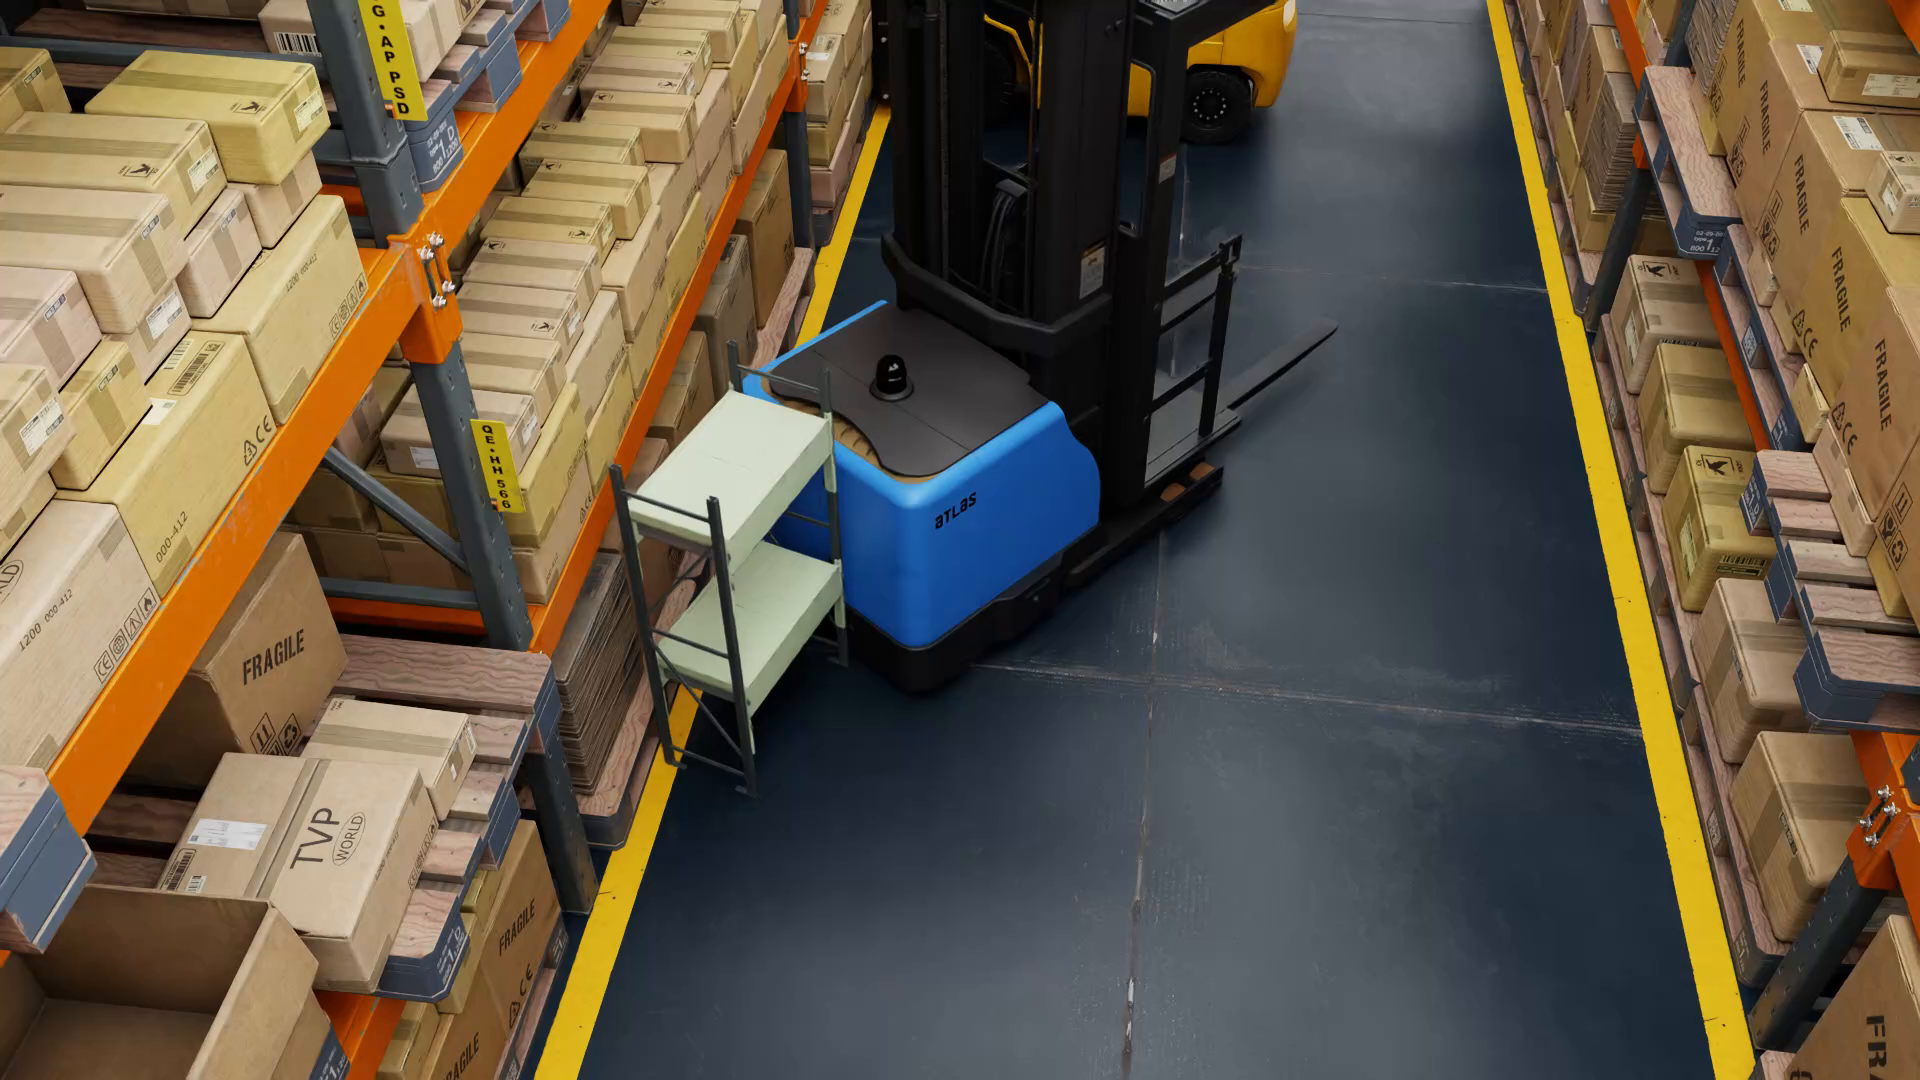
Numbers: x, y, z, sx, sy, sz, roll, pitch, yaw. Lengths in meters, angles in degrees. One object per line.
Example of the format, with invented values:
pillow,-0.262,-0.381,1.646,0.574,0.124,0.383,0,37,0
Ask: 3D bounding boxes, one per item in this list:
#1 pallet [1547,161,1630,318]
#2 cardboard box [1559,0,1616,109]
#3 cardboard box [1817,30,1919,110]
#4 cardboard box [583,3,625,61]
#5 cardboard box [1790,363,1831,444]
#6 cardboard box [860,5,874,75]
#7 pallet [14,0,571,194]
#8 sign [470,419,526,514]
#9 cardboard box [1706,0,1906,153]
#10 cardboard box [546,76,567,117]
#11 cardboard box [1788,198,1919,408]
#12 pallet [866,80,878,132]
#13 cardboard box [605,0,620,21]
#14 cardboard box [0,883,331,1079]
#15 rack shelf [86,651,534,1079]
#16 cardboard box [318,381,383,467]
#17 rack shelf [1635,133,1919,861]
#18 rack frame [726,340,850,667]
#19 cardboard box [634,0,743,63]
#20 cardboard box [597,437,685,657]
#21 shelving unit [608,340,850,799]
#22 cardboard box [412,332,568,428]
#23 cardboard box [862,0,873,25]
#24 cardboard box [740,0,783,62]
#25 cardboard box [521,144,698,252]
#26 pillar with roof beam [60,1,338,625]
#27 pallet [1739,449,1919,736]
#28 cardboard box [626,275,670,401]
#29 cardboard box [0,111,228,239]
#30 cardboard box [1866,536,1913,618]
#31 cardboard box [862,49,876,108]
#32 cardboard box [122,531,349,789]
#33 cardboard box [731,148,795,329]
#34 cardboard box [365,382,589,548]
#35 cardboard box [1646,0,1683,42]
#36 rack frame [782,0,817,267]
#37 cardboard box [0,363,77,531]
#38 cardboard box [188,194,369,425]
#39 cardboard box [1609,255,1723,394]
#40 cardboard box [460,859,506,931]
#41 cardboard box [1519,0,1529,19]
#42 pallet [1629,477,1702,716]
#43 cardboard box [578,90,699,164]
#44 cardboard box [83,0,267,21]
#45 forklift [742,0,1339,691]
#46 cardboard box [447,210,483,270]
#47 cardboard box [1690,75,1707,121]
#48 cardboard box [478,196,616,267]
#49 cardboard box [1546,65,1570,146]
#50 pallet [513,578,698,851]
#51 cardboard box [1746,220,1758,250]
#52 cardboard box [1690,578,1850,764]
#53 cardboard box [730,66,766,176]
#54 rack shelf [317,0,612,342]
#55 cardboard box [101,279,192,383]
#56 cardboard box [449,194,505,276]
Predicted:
pallet,3.708,-1.574,8.781,1.003,0.211,1.213,5,44,6
cardboard box,3.599,-2.674,9.064,0.500,0.500,0.500,7,44,8
cardboard box,3.200,-1.620,5.735,0.380,0.149,0.250,8,44,8
cardboard box,-1.664,-2.037,6.988,0.500,0.250,0.500,5,44,5
cardboard box,2.952,-0.430,5.422,0.380,0.149,0.250,6,44,6
cardboard box,-0.754,-2.896,9.480,0.500,0.250,0.500,5,44,5
pallet,-1.794,-1.339,4.461,1.213,0.211,1.003,7,44,7
sign,-1.256,-0.197,4.514,0.100,0.325,0.005,5,44,6
cardboard box,3.243,-1.788,6.384,0.500,0.500,0.500,5,44,6
cardboard box,-1.746,-1.762,6.407,0.380,0.149,0.250,5,44,5
cardboard box,3.033,-0.729,5.266,0.500,0.500,0.500,3,43,3
pallet,-0.961,-2.934,10.217,1.003,0.211,1.213,5,44,6
cardboard box,-1.646,-2.278,6.952,0.380,0.149,0.250,5,44,5
cardboard box,-1.827,1.091,3.558,0.797,0.503,0.637,4,44,5
rack shelf,-2.059,1.776,3.738,1.077,0.370,4.000,5,44,6
cardboard box,-1.952,-0.360,4.926,0.380,0.149,0.250,7,44,7
rack shelf,3.390,-0.501,6.143,1.077,0.370,4.000,5,44,6
rack frame,-0.634,-0.094,6.281,0.400,1.500,0.023,18,46,18
cardboard box,-1.095,-2.062,6.724,0.380,0.149,0.250,4,44,4
cardboard box,-1.620,-0.008,6.521,0.875,0.625,0.625,7,44,7
shelving unit,-0.789,0.134,6.040,0.431,1.500,0.755,18,46,18
cardboard box,-1.427,-0.493,5.066,0.380,0.149,0.250,6,44,6
cardboard box,-0.759,-3.080,9.311,0.500,0.250,0.500,7,44,7
cardboard box,-1.078,-2.343,7.311,0.500,0.250,0.500,4,44,5
cardboard box,-1.297,-1.302,6.211,0.500,0.250,0.500,6,44,6
pillar with roof beam,1.751,-2.606,3.479,9.100,9.000,0.400,5,44,6
pallet,3.114,0.175,5.046,1.213,0.211,1.003,5,44,6
cardboard box,-1.361,-0.768,6.011,0.500,0.250,0.500,4,44,4
cardboard box,-1.687,-0.705,3.256,0.380,0.149,0.250,4,44,4
cardboard box,2.900,0.105,4.857,0.380,0.149,0.250,6,44,6
cardboard box,-0.770,-2.727,9.665,0.500,0.250,0.500,6,44,6
cardboard box,-2.018,0.300,4.396,0.500,0.500,0.500,7,44,7
cardboard box,-1.324,-1.508,8.105,0.875,0.625,0.625,7,44,7
cardboard box,-1.469,-0.253,5.103,0.500,0.250,0.500,5,44,5
cardboard box,3.467,-2.595,7.543,0.500,0.500,0.500,4,44,4
rack frame,-1.266,-2.574,7.809,1.000,3.000,0.127,5,44,6
cardboard box,-1.688,-0.162,2.683,0.380,0.149,0.250,4,44,5
cardboard box,-1.622,-0.511,3.558,0.500,0.250,0.500,4,44,4
cardboard box,3.588,-0.966,7.717,0.950,0.372,0.625,6,44,6
cardboard box,-1.609,1.031,5.042,0.380,0.149,0.250,3,44,3
cardboard box,3.803,-3.481,10.461,0.500,0.250,0.500,5,44,5
pallet,3.394,0.251,6.853,1.003,0.211,1.213,5,44,6
cardboard box,-1.189,-1.532,6.164,0.380,0.149,0.250,4,44,4
cardboard box,-1.953,-1.589,4.318,0.500,0.250,0.500,5,44,6
forklift,0.532,-1.377,6.595,1.130,2.935,3.031,34,53,31
cardboard box,-1.859,-1.064,5.670,0.380,0.149,0.250,5,44,5
cardboard box,3.268,-1.839,6.910,0.380,0.149,0.250,6,44,6
cardboard box,-1.393,-1.023,5.627,0.380,0.149,0.250,6,44,6
cardboard box,3.599,-2.417,9.338,0.500,0.250,0.500,6,44,6
pallet,-1.647,0.607,6.478,1.003,0.211,1.213,5,44,6
cardboard box,3.155,-1.130,6.161,0.380,0.149,0.250,6,44,6
cardboard box,3.300,0.514,6.153,0.950,0.372,0.625,4,44,5
cardboard box,-1.134,-1.809,7.111,0.500,0.250,0.500,5,44,5
rack shelf,-1.530,-2.039,5.586,1.077,0.370,4.000,5,44,6
cardboard box,-1.717,-0.413,3.164,0.380,0.149,0.250,6,44,6
cardboard box,-1.876,-0.996,5.888,0.500,0.250,0.500,5,44,5
